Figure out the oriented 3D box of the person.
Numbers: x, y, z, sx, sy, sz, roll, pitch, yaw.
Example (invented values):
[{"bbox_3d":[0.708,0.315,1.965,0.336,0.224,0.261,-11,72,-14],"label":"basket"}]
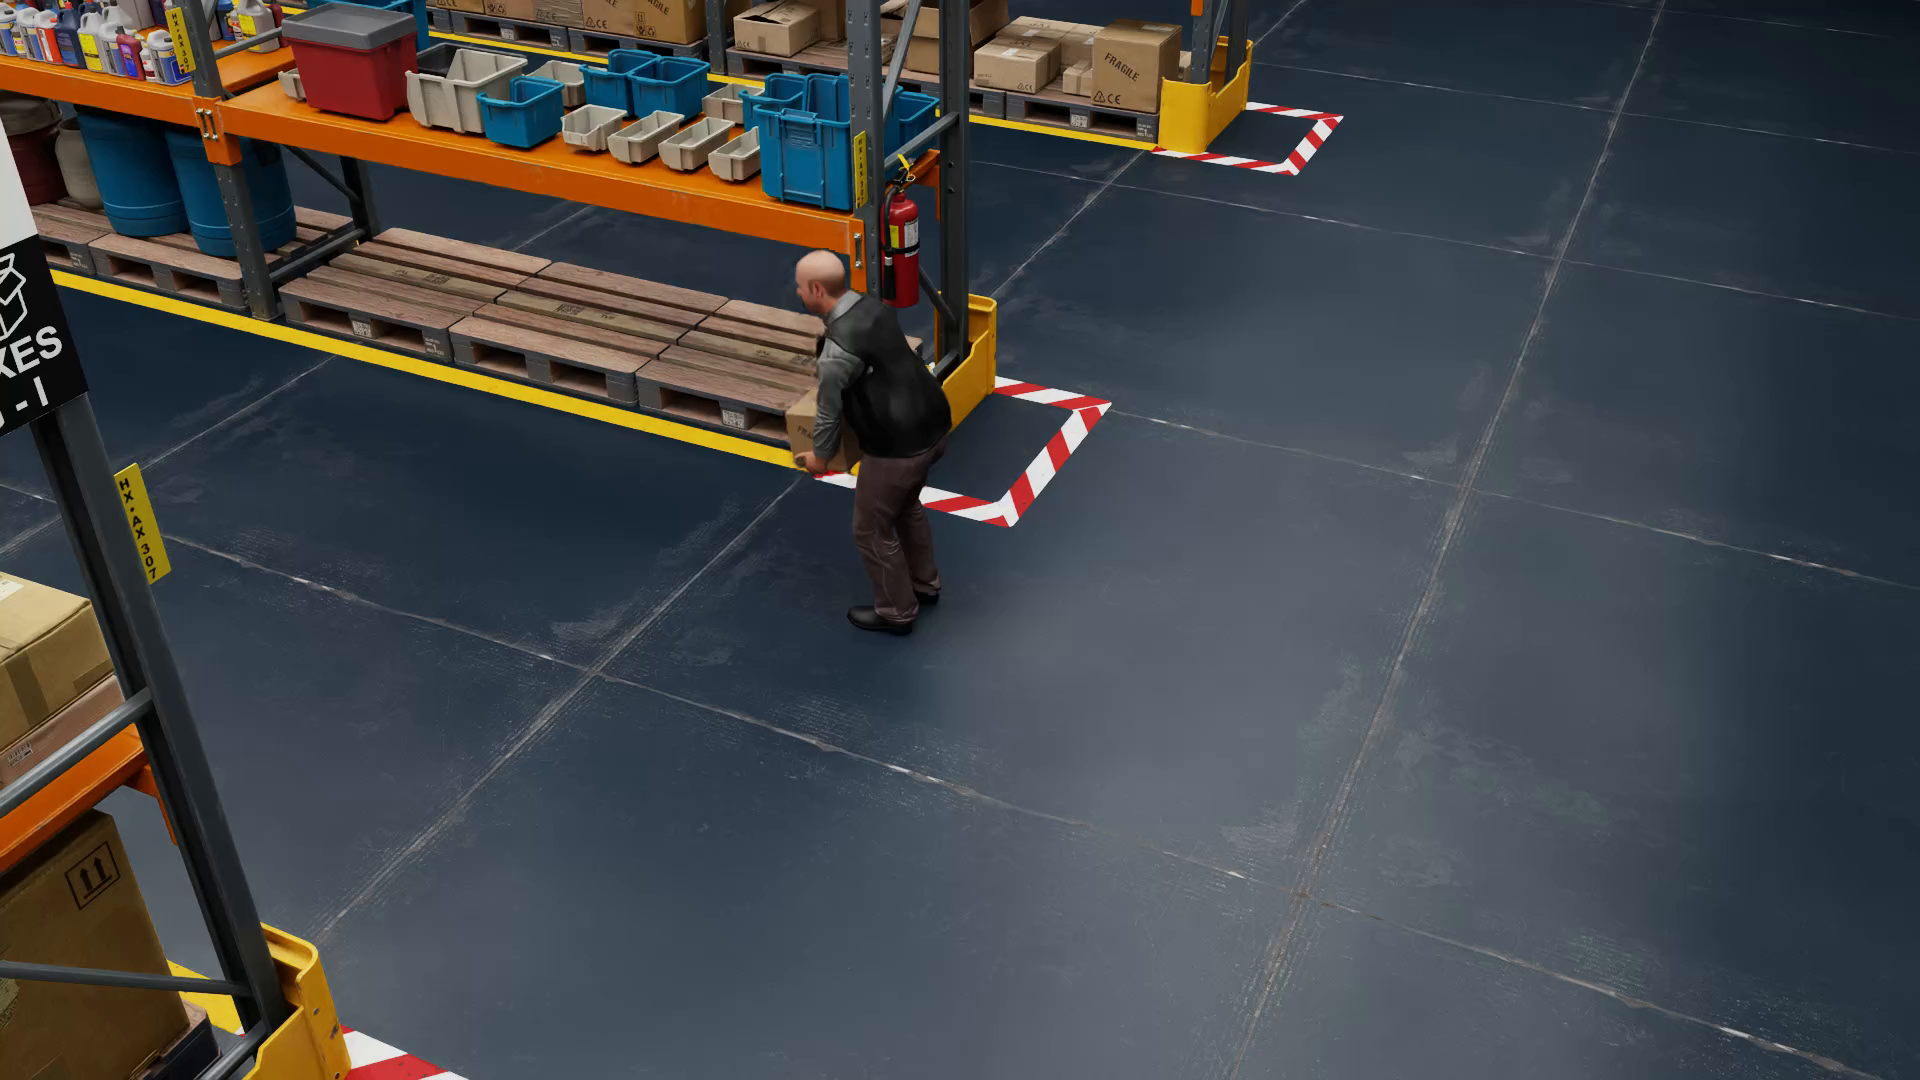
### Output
[{"bbox_3d":[-0.357,-0.389,6.832,0.614,1.640,0.472,14,36,20],"label":"person"}]
